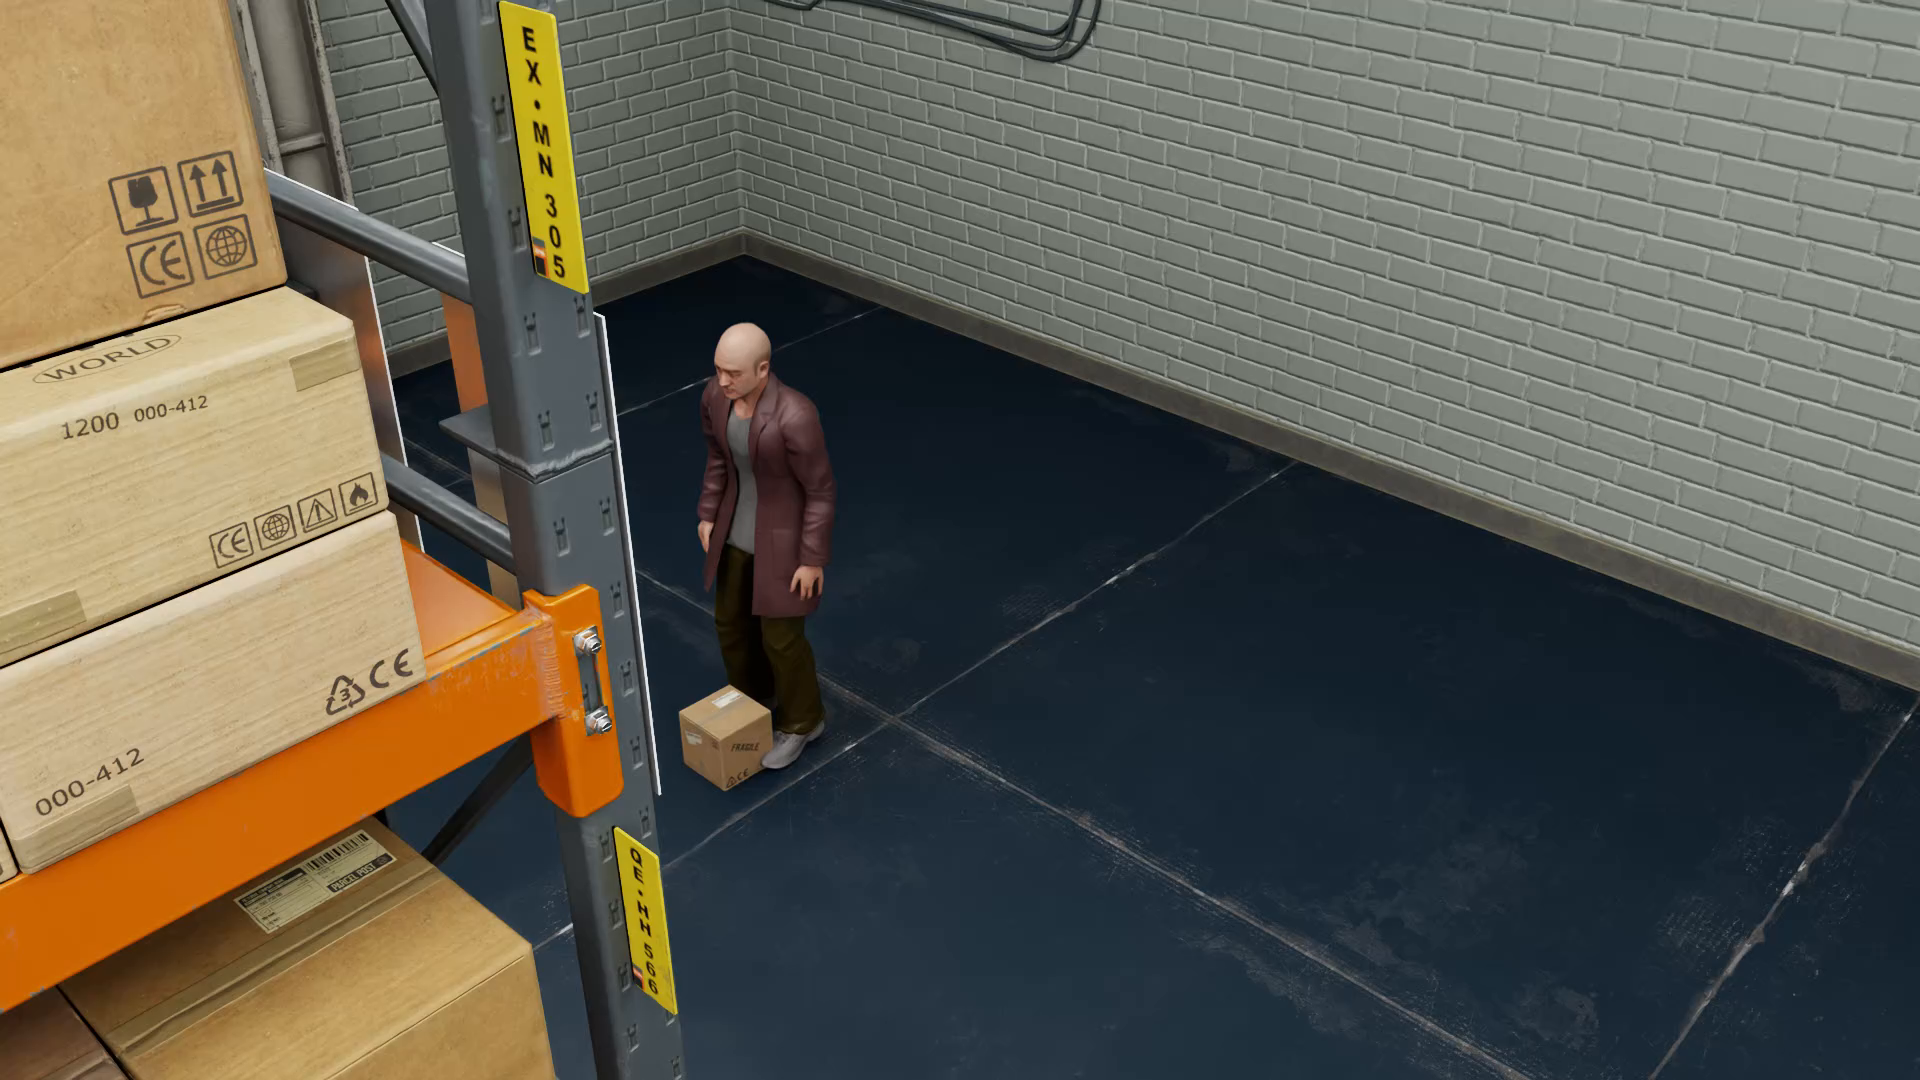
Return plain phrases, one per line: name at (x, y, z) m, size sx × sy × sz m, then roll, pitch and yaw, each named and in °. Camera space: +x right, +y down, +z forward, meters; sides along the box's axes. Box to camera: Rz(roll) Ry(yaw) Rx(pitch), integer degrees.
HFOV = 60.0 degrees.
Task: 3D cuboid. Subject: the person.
person at (-0.728, 0.005, 6.140) m, size 0.640 × 1.772 × 0.428 m, roll 23°, pitch 38°, yaw 33°
